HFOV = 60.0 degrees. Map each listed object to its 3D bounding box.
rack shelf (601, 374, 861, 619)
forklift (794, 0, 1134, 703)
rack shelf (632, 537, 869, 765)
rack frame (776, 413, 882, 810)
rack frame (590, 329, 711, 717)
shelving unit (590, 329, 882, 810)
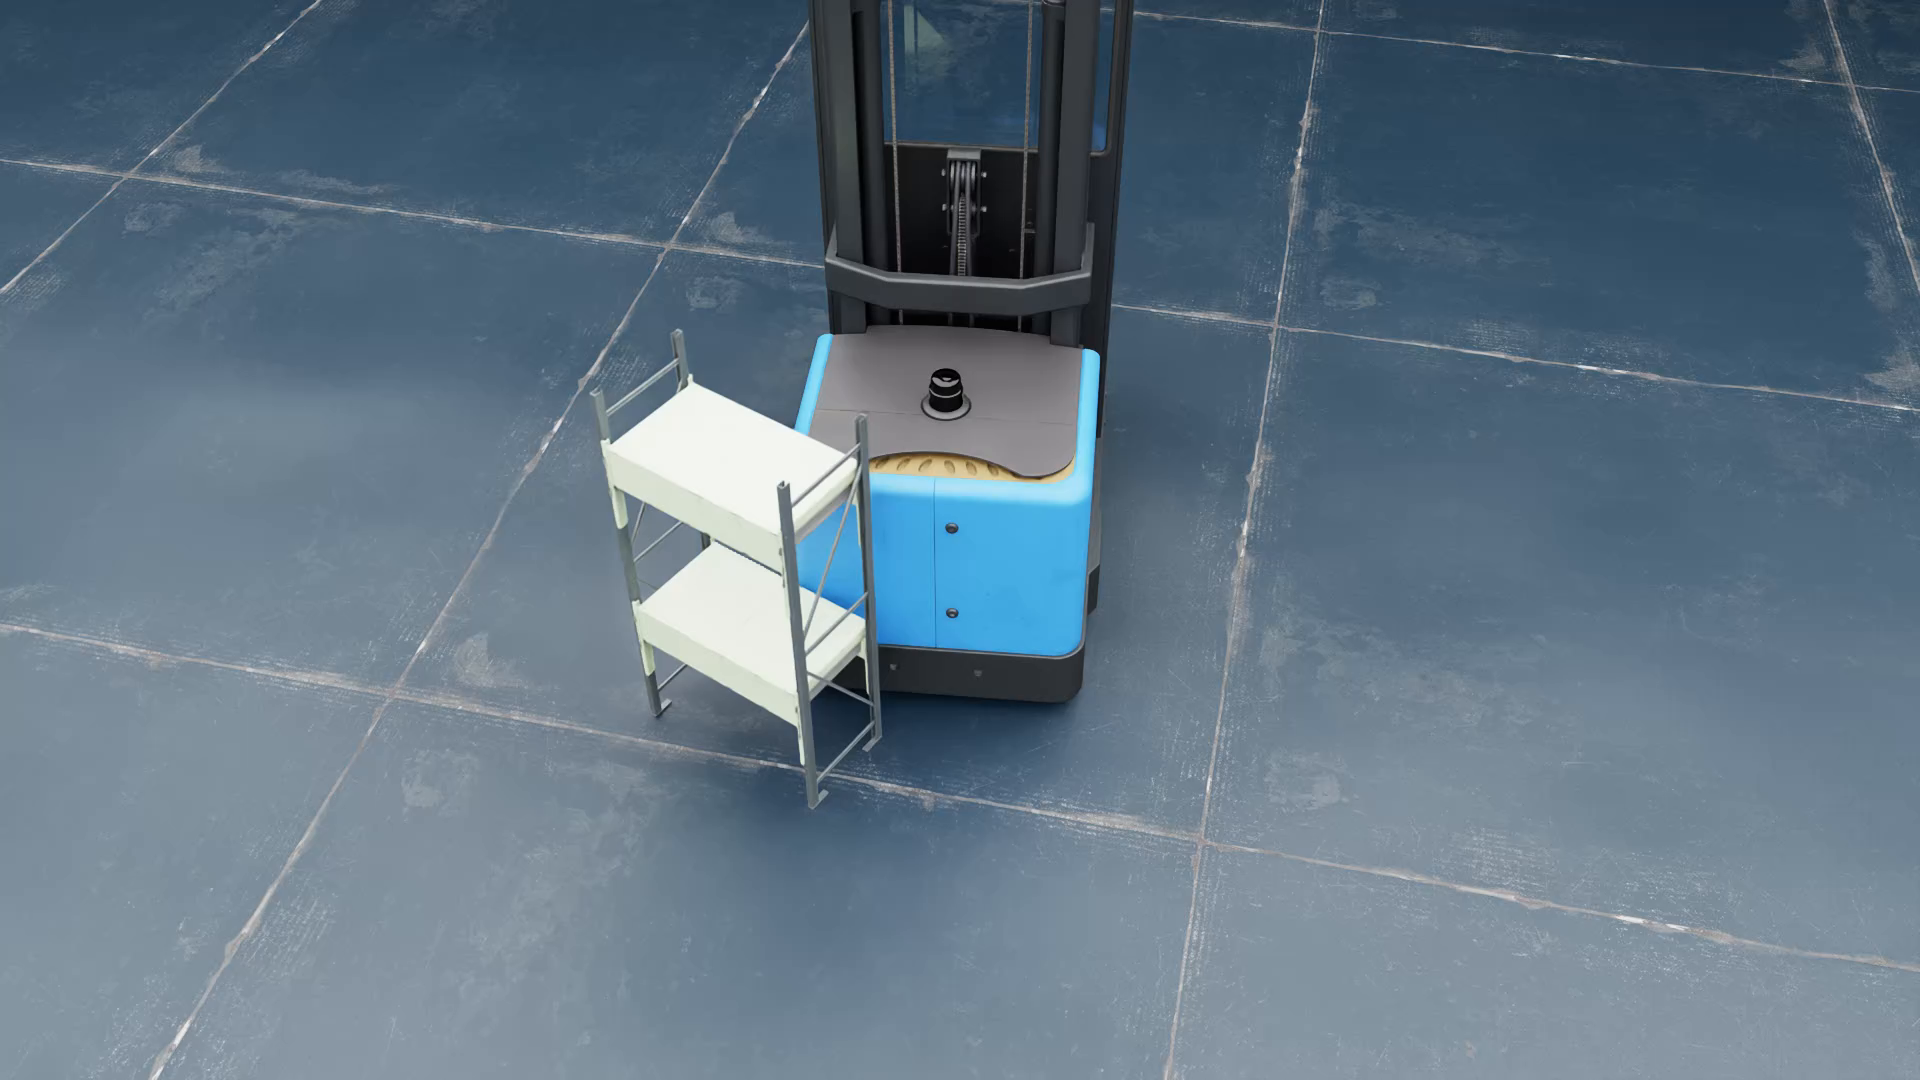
[{"bbox_3d":[-0.702,-0.148,5.258,0.720,0.370,0.431,26,49,24],"label":"rack shelf"},{"bbox_3d":[0.060,-1.486,6.181,1.130,2.935,3.031,4,44,4],"label":"forklift"},{"bbox_3d":[-0.704,0.369,5.754,0.720,0.370,0.431,26,49,24],"label":"rack shelf"},{"bbox_3d":[-0.403,0.279,5.378,0.023,1.500,0.400,26,49,24],"label":"rack frame"},{"bbox_3d":[-1.004,-0.011,5.679,0.023,1.500,0.400,26,49,24],"label":"rack frame"},{"bbox_3d":[-0.703,0.134,5.528,0.755,1.500,0.431,26,49,24],"label":"shelving unit"}]
